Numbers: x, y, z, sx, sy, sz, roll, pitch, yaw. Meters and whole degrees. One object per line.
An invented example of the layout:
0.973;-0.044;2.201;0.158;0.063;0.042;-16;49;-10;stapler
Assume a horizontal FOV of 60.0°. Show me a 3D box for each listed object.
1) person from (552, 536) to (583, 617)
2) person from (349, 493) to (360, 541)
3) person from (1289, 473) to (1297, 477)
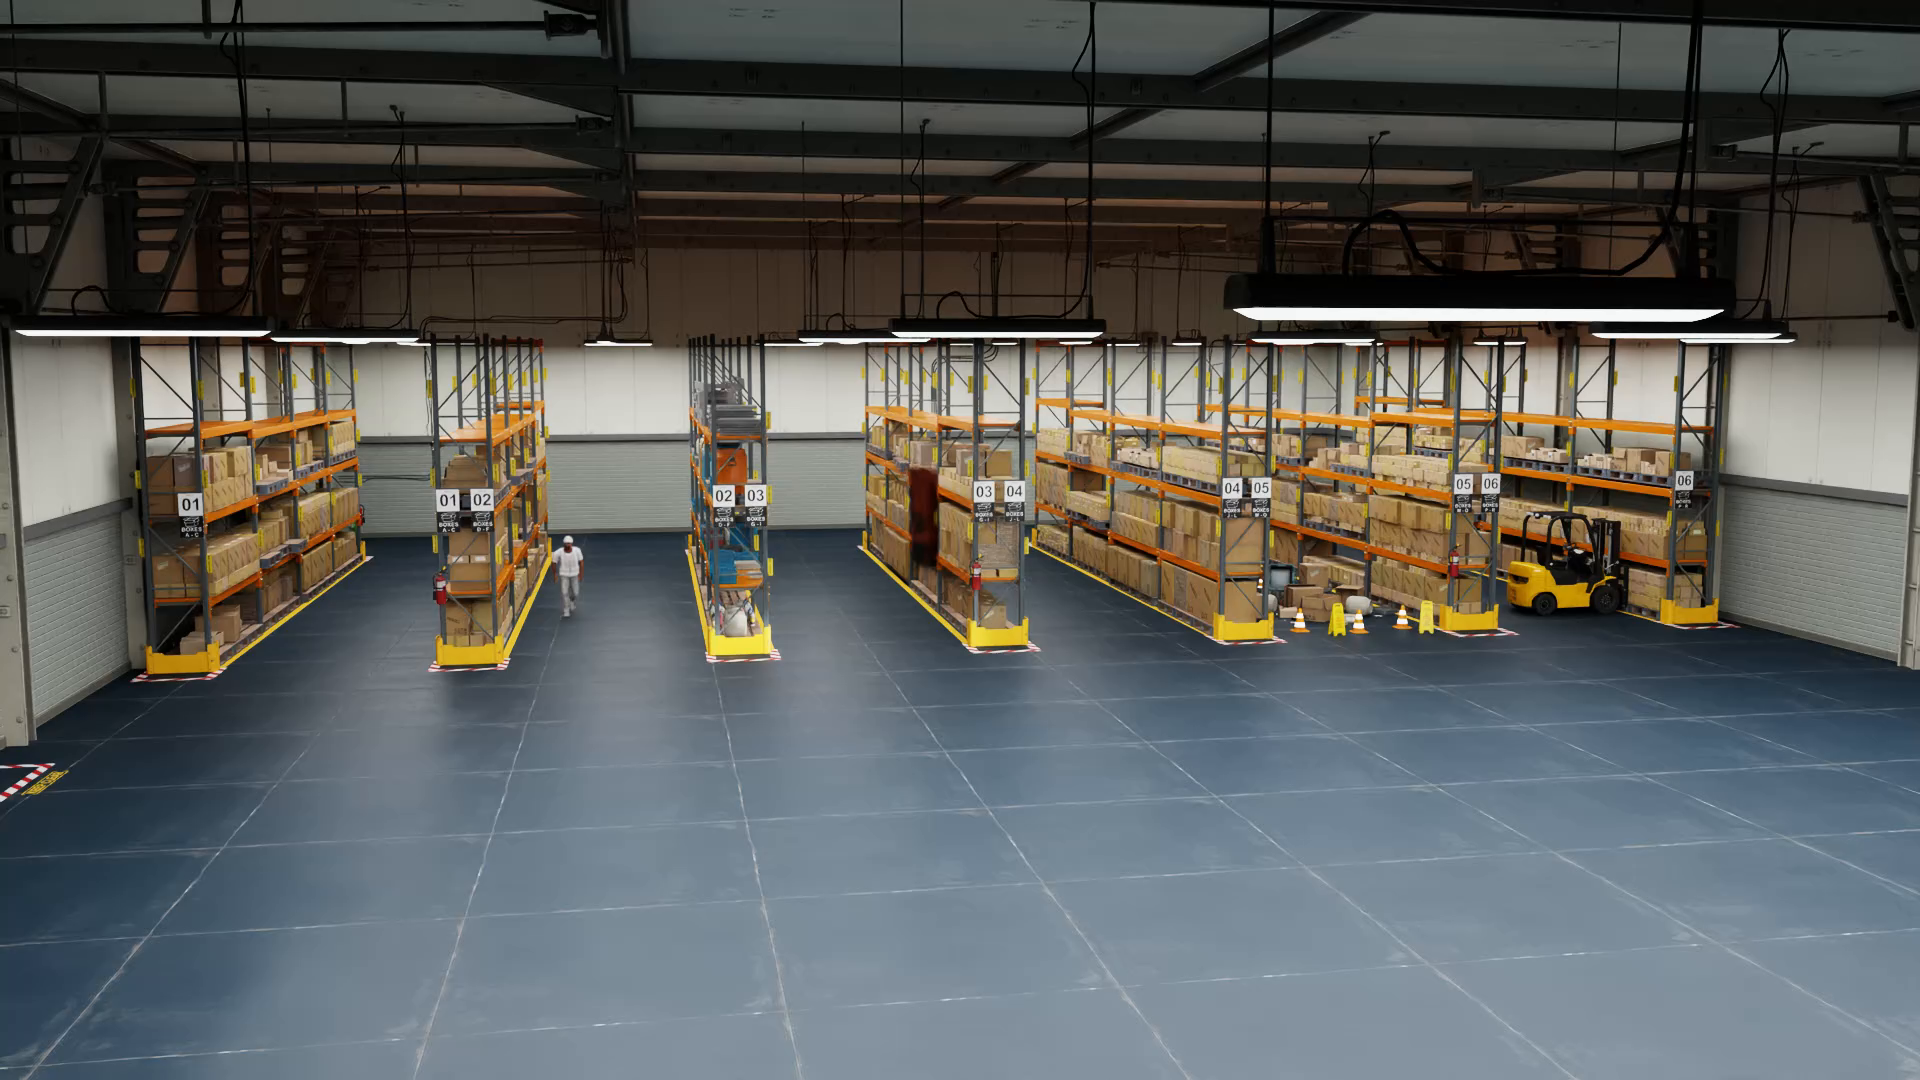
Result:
-8.467;0.758;35.890;0.659;1.744;0.657;-3;7;-21;person
-16.999;-0.499;46.429;0.510;1.788;0.579;-1;7;-10;person
10.858;-1.366;54.431;0.453;1.679;0.480;-3;7;-27;person
